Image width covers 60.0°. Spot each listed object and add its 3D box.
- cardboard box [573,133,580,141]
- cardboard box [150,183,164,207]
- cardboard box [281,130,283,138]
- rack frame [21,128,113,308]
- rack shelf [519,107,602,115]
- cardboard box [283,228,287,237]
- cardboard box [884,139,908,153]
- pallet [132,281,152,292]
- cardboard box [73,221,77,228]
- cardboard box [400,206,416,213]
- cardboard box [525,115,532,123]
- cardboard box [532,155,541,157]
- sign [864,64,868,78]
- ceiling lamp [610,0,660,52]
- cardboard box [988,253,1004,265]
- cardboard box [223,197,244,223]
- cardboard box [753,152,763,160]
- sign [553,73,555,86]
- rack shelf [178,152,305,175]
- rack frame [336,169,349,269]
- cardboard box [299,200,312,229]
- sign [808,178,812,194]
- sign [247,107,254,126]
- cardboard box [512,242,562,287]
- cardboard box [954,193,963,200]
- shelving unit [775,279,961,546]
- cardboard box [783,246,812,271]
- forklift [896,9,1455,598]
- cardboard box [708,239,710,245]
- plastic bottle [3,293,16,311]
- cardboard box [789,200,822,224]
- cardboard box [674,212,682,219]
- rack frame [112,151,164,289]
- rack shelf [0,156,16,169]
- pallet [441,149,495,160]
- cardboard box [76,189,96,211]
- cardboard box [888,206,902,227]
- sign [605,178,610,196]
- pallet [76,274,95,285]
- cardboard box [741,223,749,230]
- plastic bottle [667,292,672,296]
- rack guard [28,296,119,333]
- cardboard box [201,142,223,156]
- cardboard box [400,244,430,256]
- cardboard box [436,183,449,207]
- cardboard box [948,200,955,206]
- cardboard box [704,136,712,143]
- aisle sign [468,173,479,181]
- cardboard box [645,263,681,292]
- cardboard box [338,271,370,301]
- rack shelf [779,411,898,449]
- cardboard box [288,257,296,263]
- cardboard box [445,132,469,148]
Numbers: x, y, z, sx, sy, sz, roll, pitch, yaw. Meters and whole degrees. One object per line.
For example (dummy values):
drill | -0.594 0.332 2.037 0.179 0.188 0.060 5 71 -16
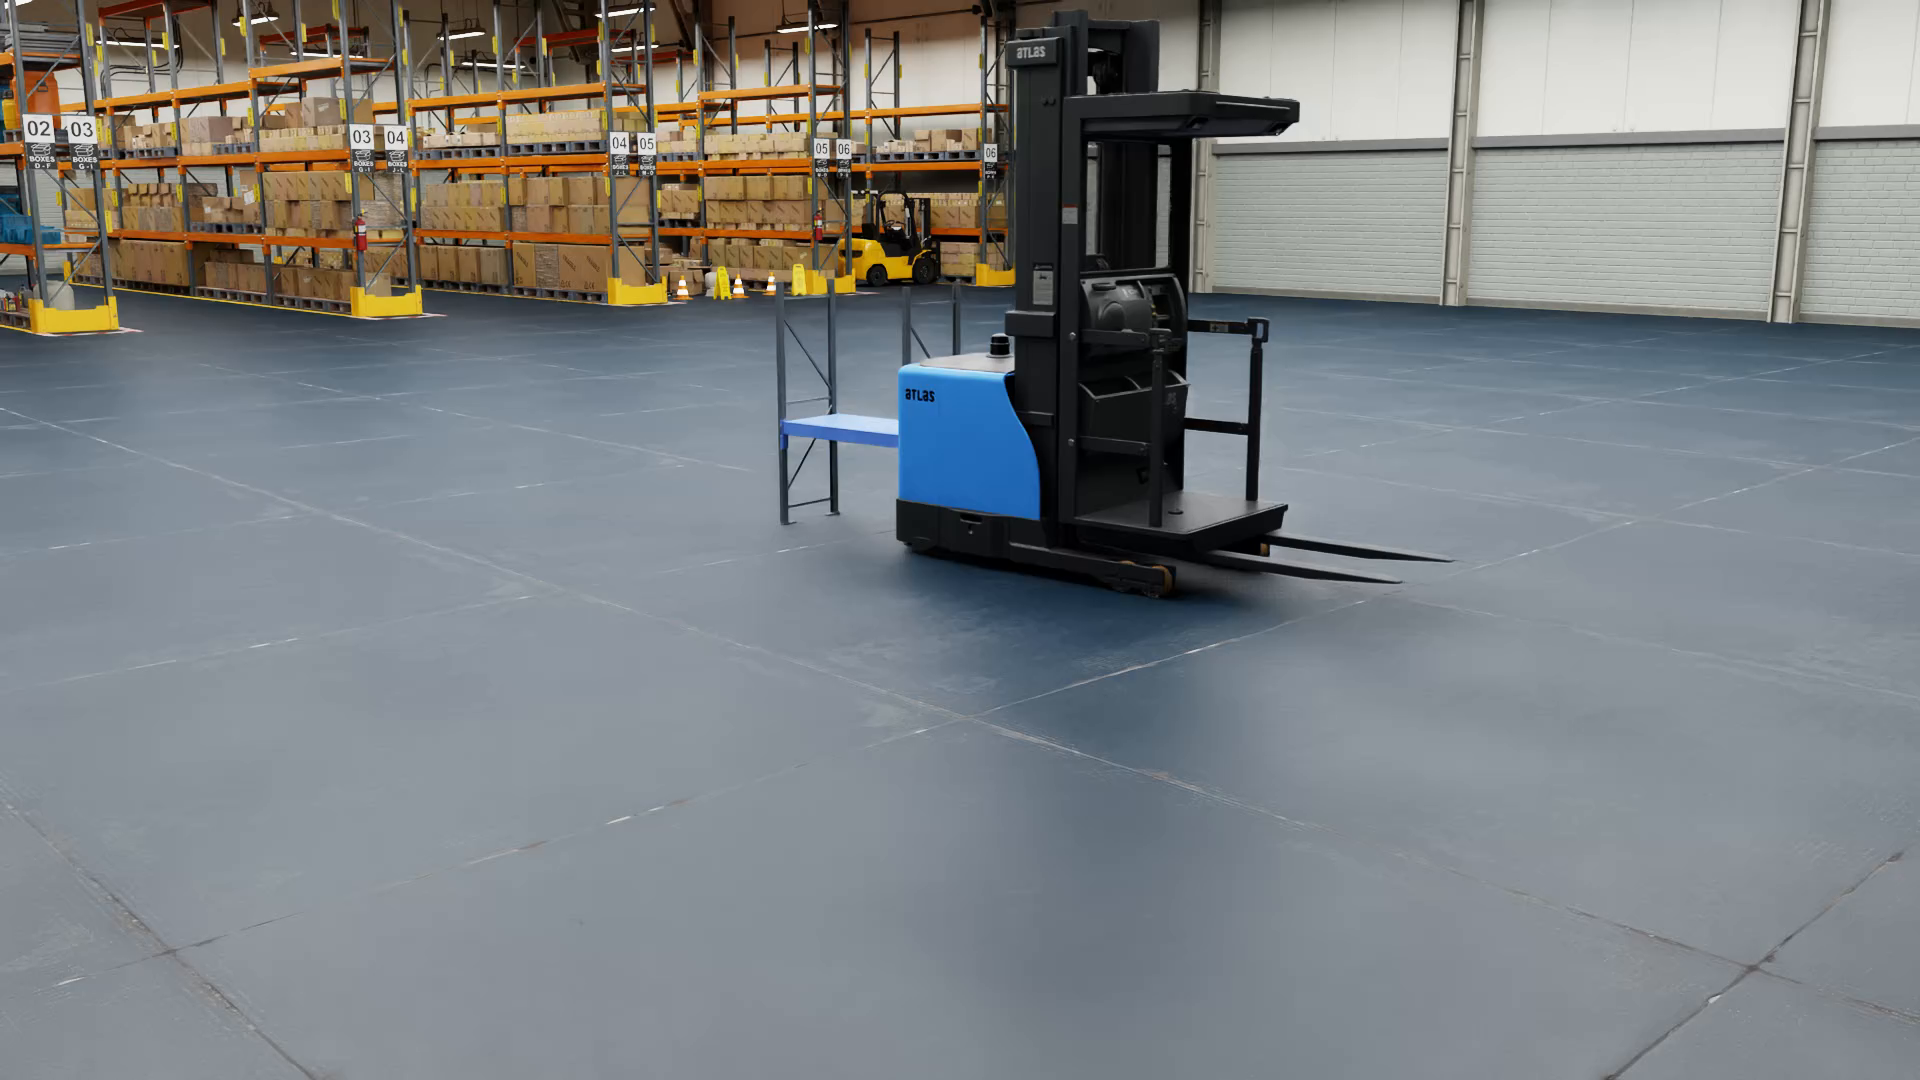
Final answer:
cardboard box | -7.227 -7.753 32.009 0.380 0.149 0.250 -11 16 -42
cardboard box | -16.817 -7.372 35.528 0.797 0.503 0.637 -10 15 -41
cardboard box | -12.038 -7.346 30.083 0.380 0.149 0.250 -10 15 -41
rack frame | -13.466 -4.673 25.160 1.000 3.000 0.127 -11 16 -43
rack shelf | -9.622 -10.594 41.804 1.077 0.370 4.000 -11 16 -43
cardboard box | -12.180 -5.645 30.498 0.380 0.149 0.250 -11 16 -43
cardboard box | -1.493 -9.545 40.306 0.500 0.311 0.500 -10 16 -41
pallet | -17.583 -5.647 36.796 1.003 0.211 1.213 -11 16 -43
cardboard box | -20.571 -7.403 39.033 0.250 0.149 0.380 11 16 44
cardboard box | -12.422 -7.444 37.455 0.380 0.149 0.250 -10 16 -41
cardboard box | -8.456 -8.403 33.189 0.380 0.149 0.250 -11 16 -43
cardboard box | -10.604 -10.050 42.538 0.500 0.500 0.500 -11 16 -44
sign | -2.275 -11.377 40.323 0.100 0.325 0.005 -11 16 -43
ceiling lamp | -8.426 -14.556 43.798 0.800 3.185 2.000 -11 16 -43
cardboard box | 0.697 -6.638 39.231 0.500 0.250 0.500 -11 16 -42
cardboard box | -13.910 -6.443 32.456 0.797 0.503 0.637 -9 15 -37
cardboard box | -4.258 -8.321 36.057 0.380 0.149 0.250 -11 16 -43
sign | -10.619 -12.007 43.381 0.100 0.325 0.005 -11 16 -43
rack shelf | -14.027 -7.356 32.530 1.077 0.370 4.000 -11 16 -43
rack frame | -14.514 -7.791 40.293 1.000 3.000 0.127 -11 16 -43
cardboard box | -11.327 -5.852 29.896 0.875 0.500 0.500 -11 16 -43
sign | -3.131 -7.392 34.703 0.100 0.325 0.005 -11 16 -43
sign | -13.045 -7.784 30.571 0.100 0.325 0.005 -11 16 -43
cardboard box | -8.605 -5.687 34.306 0.875 0.875 0.875 -11 16 -42
cardboard box | 0.078 -8.038 38.899 0.380 0.149 0.250 -10 16 -41
shelving unit | -0.559 -0.806 10.106 1.048 1.500 0.538 9 15 38
cardboard box | -3.458 -6.051 35.763 0.500 0.500 0.500 -11 16 -42
forklift | 1.097 -1.261 8.768 3.031 2.935 1.130 9 15 38
cardboard box | -6.928 -8.332 46.465 0.250 0.149 0.380 11 16 42
plastic bottle | -15.205 -3.802 26.592 0.152 0.276 0.135 -11 16 -42
cardboard box | -3.290 -6.980 35.371 0.500 0.500 0.500 -11 16 -44
cardboard box | -6.407 -7.521 38.564 0.380 0.149 0.250 -11 16 -43
rack frame | -18.171 -7.115 37.010 1.000 3.000 0.127 -11 16 -43
rack shelf | -17.609 -6.665 29.180 1.077 0.370 4.000 -11 16 -43
pallet | -10.494 -8.334 35.966 1.003 0.211 1.213 -10 15 -40
cardboard box | -20.089 -7.882 38.513 0.500 0.500 0.500 11 16 44
cardboard box | -1.402 -7.894 40.547 0.500 0.500 0.500 -11 16 -42
sign | -6.629 -6.649 31.295 0.100 0.325 0.005 -11 16 -43
pallet | -20.324 -6.227 39.612 1.003 0.211 1.213 -11 16 -43
cardboard box | -4.616 -6.926 36.719 0.380 0.149 0.250 -11 16 -42
plastic bottle | -6.147 -5.128 34.648 0.283 0.061 0.133 6 13 26
rack guard | -13.552 -3.453 25.434 1.175 0.500 0.348 -11 16 -43
cardboard box | -14.552 -7.674 32.663 0.500 0.250 0.500 -10 16 -41
cardboard box | -12.413 -6.619 37.901 0.500 0.250 0.500 11 16 44
cardboard box | -11.098 -7.605 36.667 0.700 0.500 0.500 -11 16 -43
cardboard box | -0.067 -7.932 39.123 0.380 0.149 0.250 -11 16 -43
cardboard box | -5.497 -8.973 37.244 0.380 0.149 0.250 -11 16 -44
aisle sign | -13.591 -10.406 46.545 0.394 0.787 0.004 -11 16 -43
cardboard box | -6.412 -5.627 35.640 0.797 0.637 0.503 -11 16 -43
cardboard box | -10.740 -4.521 29.574 0.500 0.500 0.500 -6 13 -28
rack shelf | -0.559 -0.630 10.142 1.000 0.185 0.538 9 15 38
cardboard box | -16.951 -7.170 42.565 0.380 0.149 0.250 -11 16 -43
cardboard box | -10.710 -8.603 35.734 0.500 0.311 0.500 -11 16 -44
